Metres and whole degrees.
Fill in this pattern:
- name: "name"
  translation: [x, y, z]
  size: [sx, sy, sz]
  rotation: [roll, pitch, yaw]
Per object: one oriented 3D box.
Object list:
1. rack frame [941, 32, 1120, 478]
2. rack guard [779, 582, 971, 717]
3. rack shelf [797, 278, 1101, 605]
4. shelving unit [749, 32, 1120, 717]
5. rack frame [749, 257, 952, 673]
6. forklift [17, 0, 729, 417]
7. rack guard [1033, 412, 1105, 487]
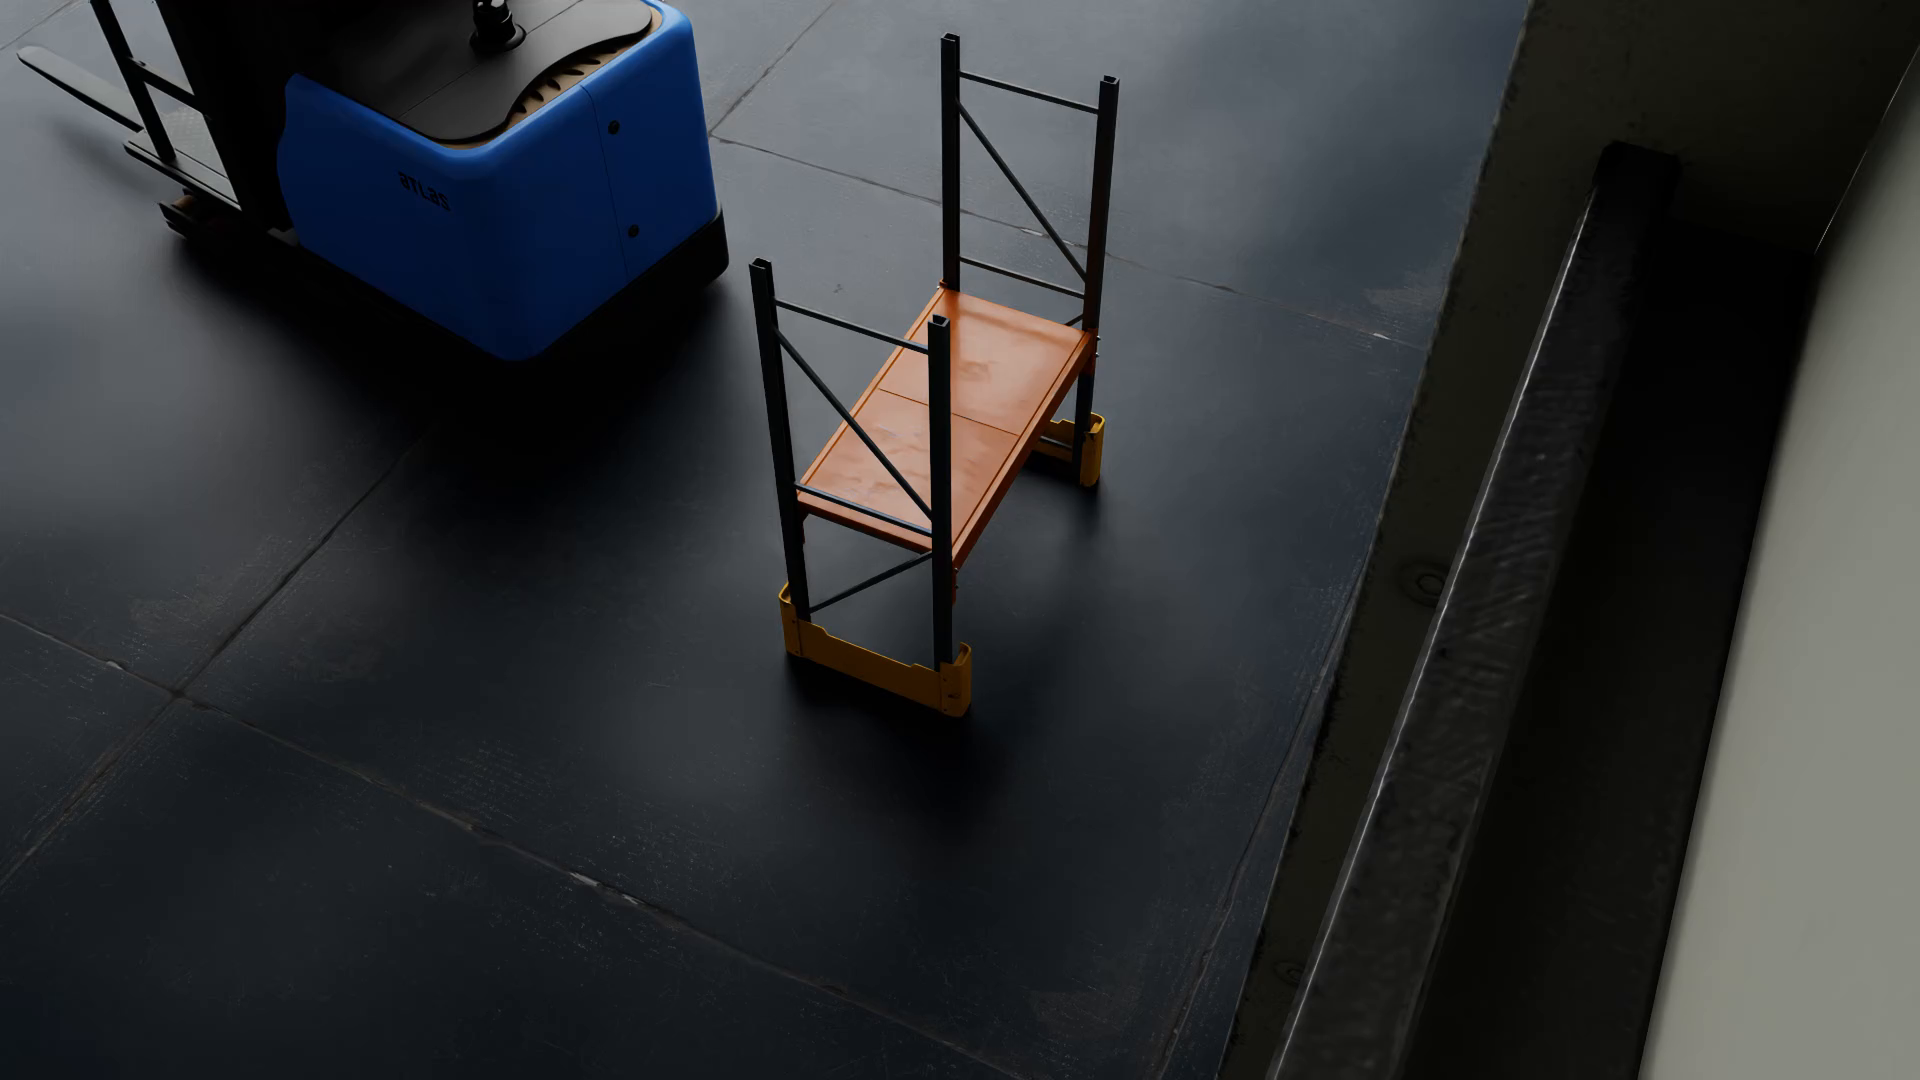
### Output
- name: "rack frame"
  translation: [0.181, -0.777, 4.927]
  size: [0.500, 1.500, 0.032]
  rotation: [20, 52, 16]
- name: "rack guard"
  translation: [-0.245, 0.314, 4.818]
  size: [0.587, 0.250, 0.087]
  rotation: [20, 52, 16]
- name: "rack shelf"
  translation: [-0.036, -0.311, 4.766]
  size: [0.538, 0.185, 1.000]
  rotation: [20, 52, 16]
- name: "shelving unit"
  translation: [-0.033, -0.434, 4.634]
  size: [0.587, 1.500, 1.083]
  rotation: [20, 52, 16]
- name: "rack frame"
  translation: [-0.254, -0.077, 4.331]
  size: [0.500, 1.500, 0.032]
  rotation: [20, 52, 16]
- name: "forklift"
  translation: [-2.327, -2.275, 5.261]
  size: [3.031, 2.935, 1.130]
  rotation: [29, 55, 22]
- name: "rack guard"
  translation: [0.180, -0.371, 5.402]
  size: [0.587, 0.250, 0.087]
  rotation: [20, 52, 16]
